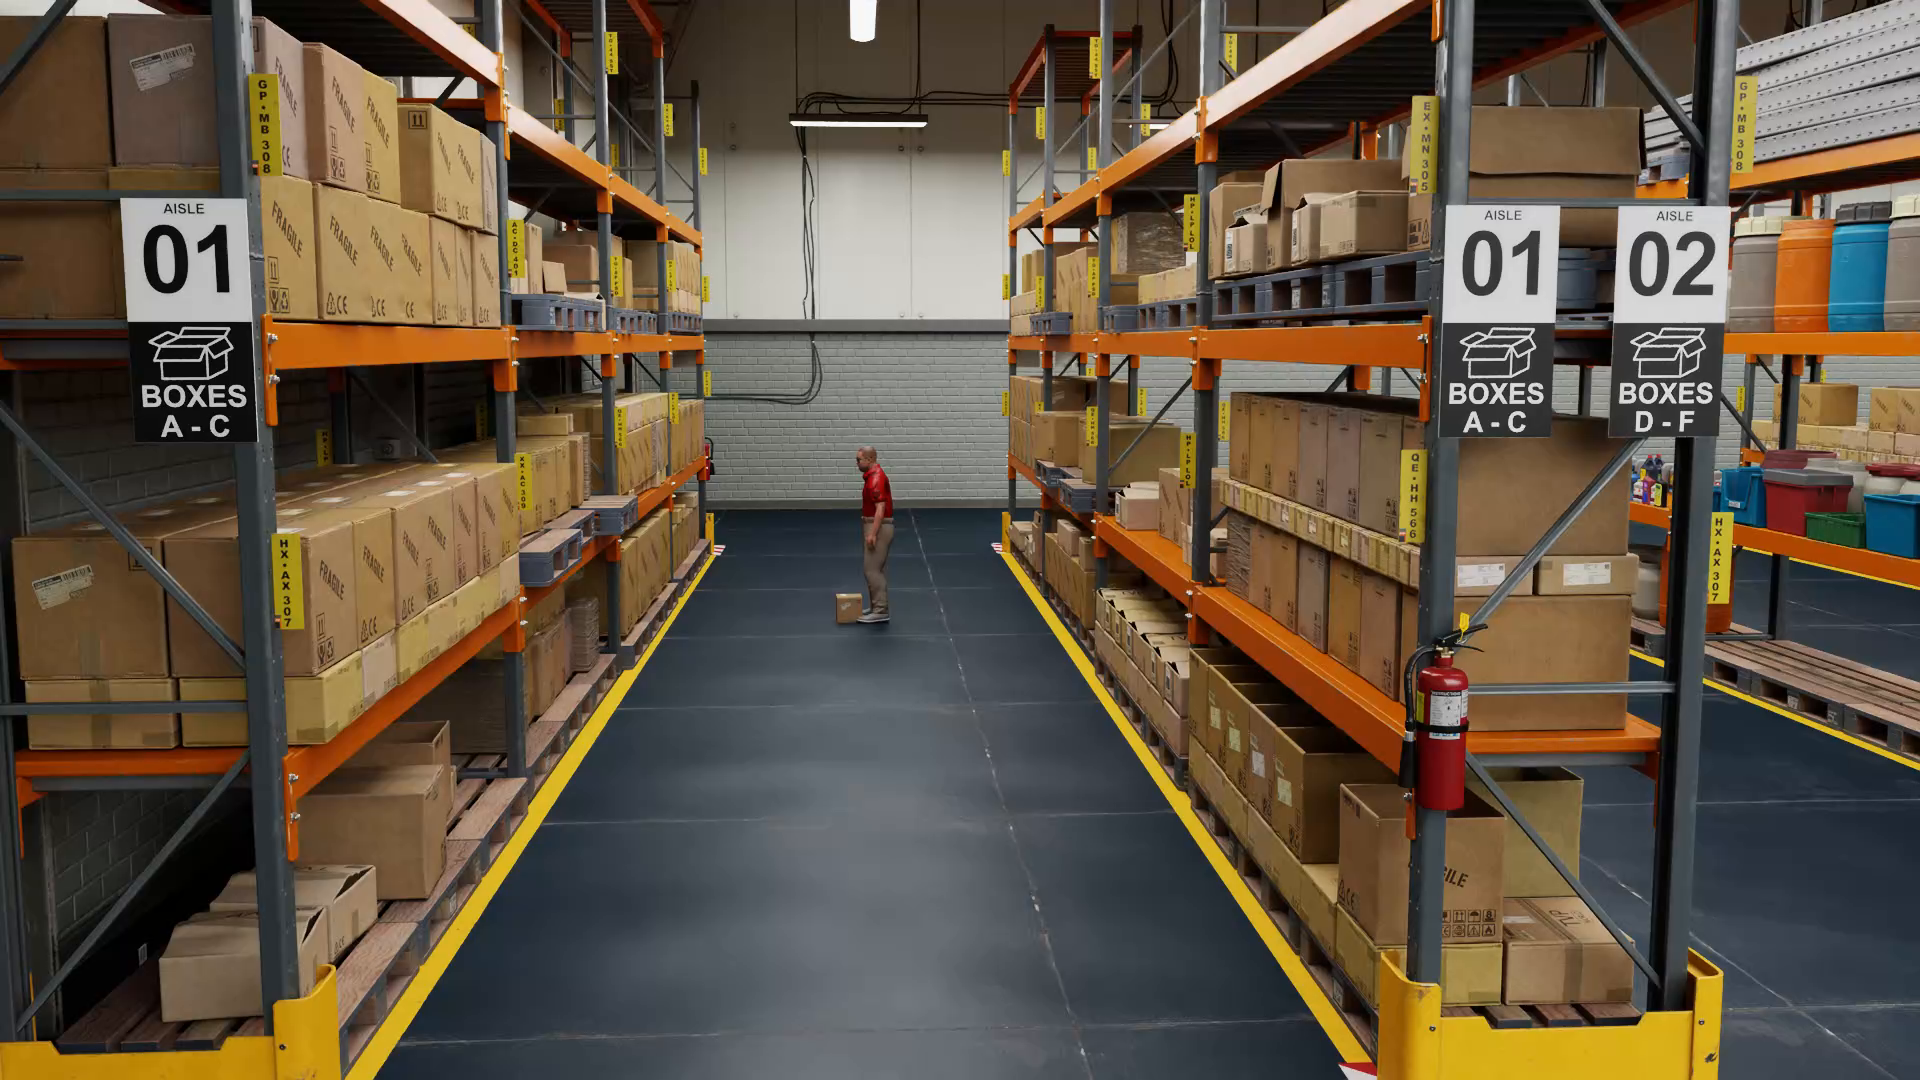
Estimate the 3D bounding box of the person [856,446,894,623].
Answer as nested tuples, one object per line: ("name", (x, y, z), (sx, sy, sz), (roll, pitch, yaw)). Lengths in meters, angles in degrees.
("person", (-0.841, -0.065, 16.347), (0.389, 1.726, 0.588), (-1, 7, -4))
